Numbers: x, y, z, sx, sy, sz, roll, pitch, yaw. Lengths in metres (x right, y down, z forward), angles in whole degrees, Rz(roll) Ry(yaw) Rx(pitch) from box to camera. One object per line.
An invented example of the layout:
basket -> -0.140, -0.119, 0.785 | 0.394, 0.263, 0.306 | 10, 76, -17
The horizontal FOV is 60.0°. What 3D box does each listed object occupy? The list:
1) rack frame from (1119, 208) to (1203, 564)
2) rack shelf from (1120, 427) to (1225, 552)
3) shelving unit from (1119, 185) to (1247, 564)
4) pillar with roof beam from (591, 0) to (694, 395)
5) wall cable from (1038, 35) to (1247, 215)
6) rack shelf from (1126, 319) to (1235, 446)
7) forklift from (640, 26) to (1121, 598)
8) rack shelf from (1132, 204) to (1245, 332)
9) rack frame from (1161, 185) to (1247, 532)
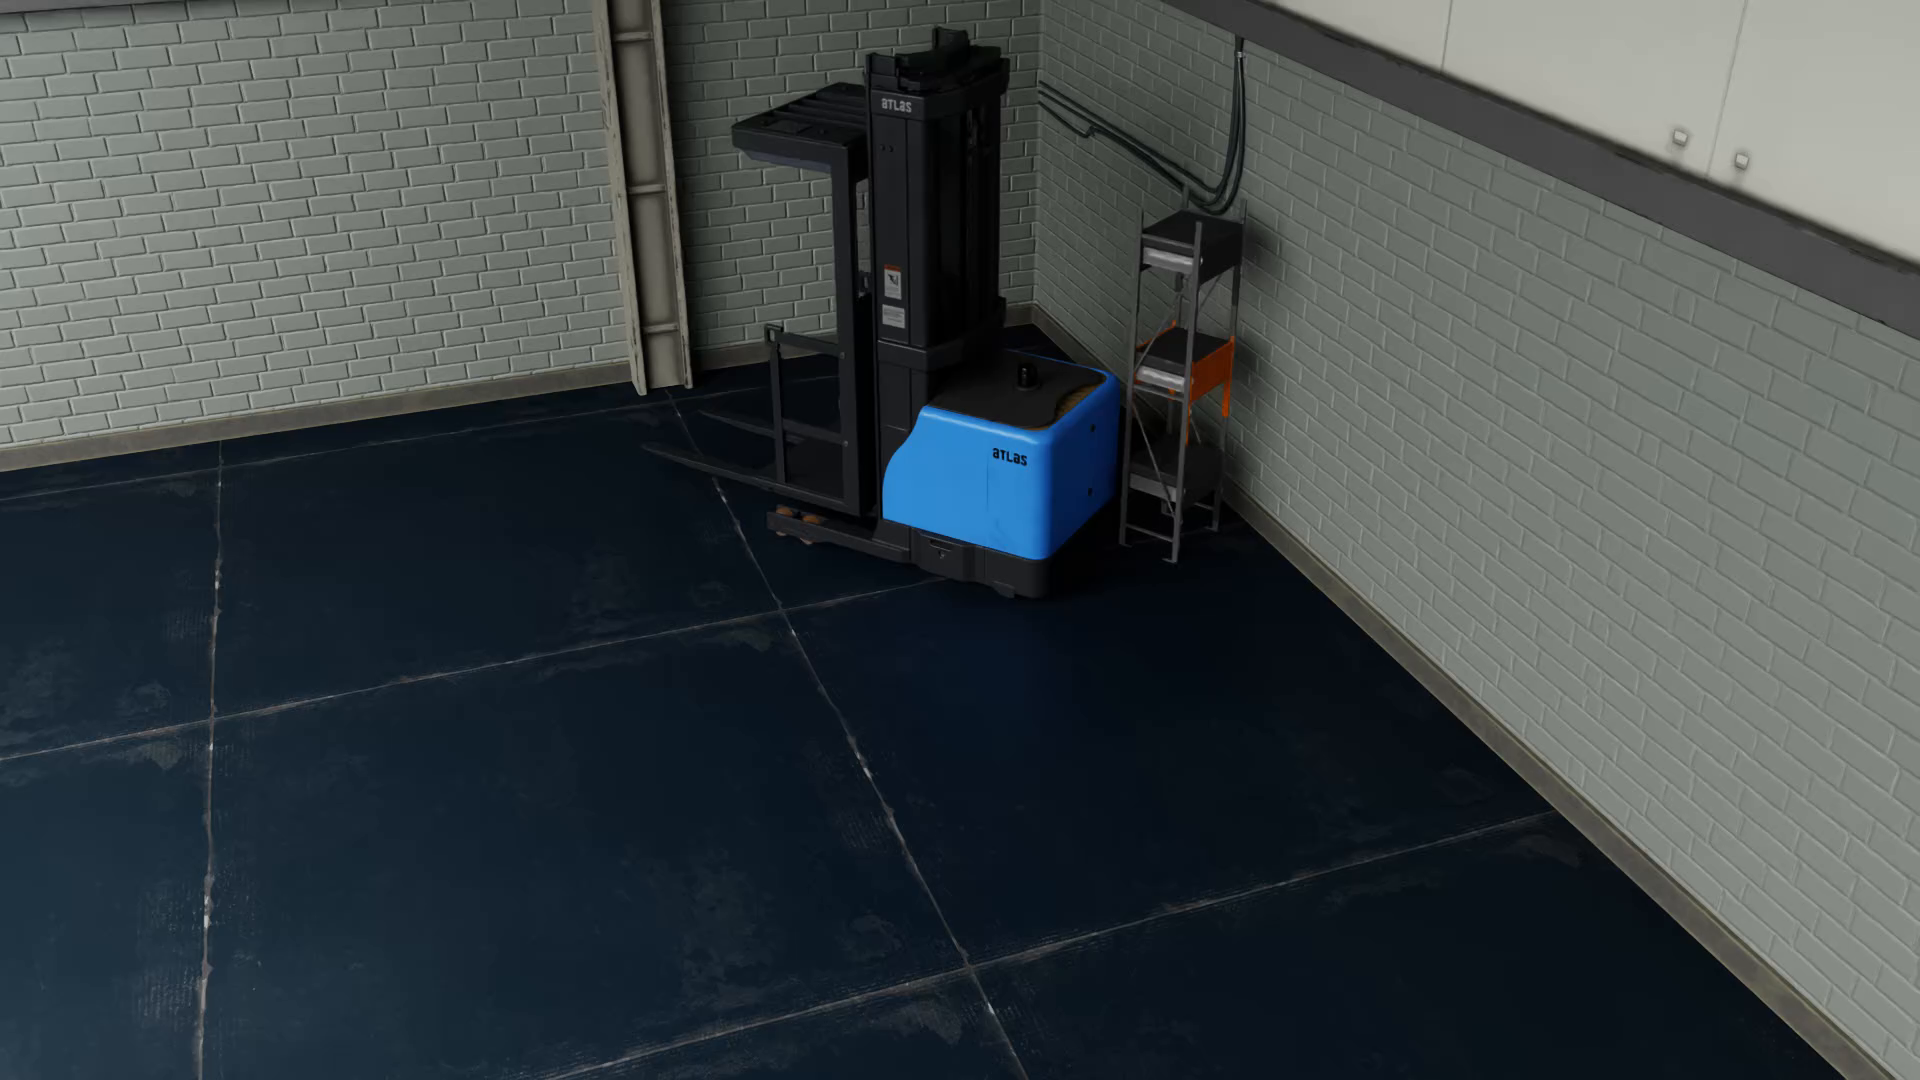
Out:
rack frame -> 1.125, -0.830, 9.436 | 0.400, 2.100, 0.015 | 20, 35, 32
rack shelf -> 1.271, -0.306, 9.959 | 0.431, 0.518, 0.480 | 20, 35, 32
shelving unit -> 1.271, -0.926, 9.606 | 0.431, 2.100, 0.503 | 20, 35, 32
pillar with roof beam -> -0.664, -3.053, 6.369 | 0.400, 9.000, 9.100 | -10, 31, -18
wall cable -> 1.057, -3.596, 10.459 | 0.112, 2.526, 3.097 | -10, 31, -18
rack shelf -> 1.271, -0.915, 9.612 | 0.431, 0.518, 0.480 | 20, 35, 32
forklift -> -0.588, -1.462, 9.706 | 3.031, 2.935, 1.130 | 16, 33, 26
rack shelf -> 1.271, -1.523, 9.266 | 0.431, 0.518, 0.480 | 20, 35, 32
rack frame -> 1.418, -1.023, 9.775 | 0.400, 2.100, 0.015 | 20, 35, 32
